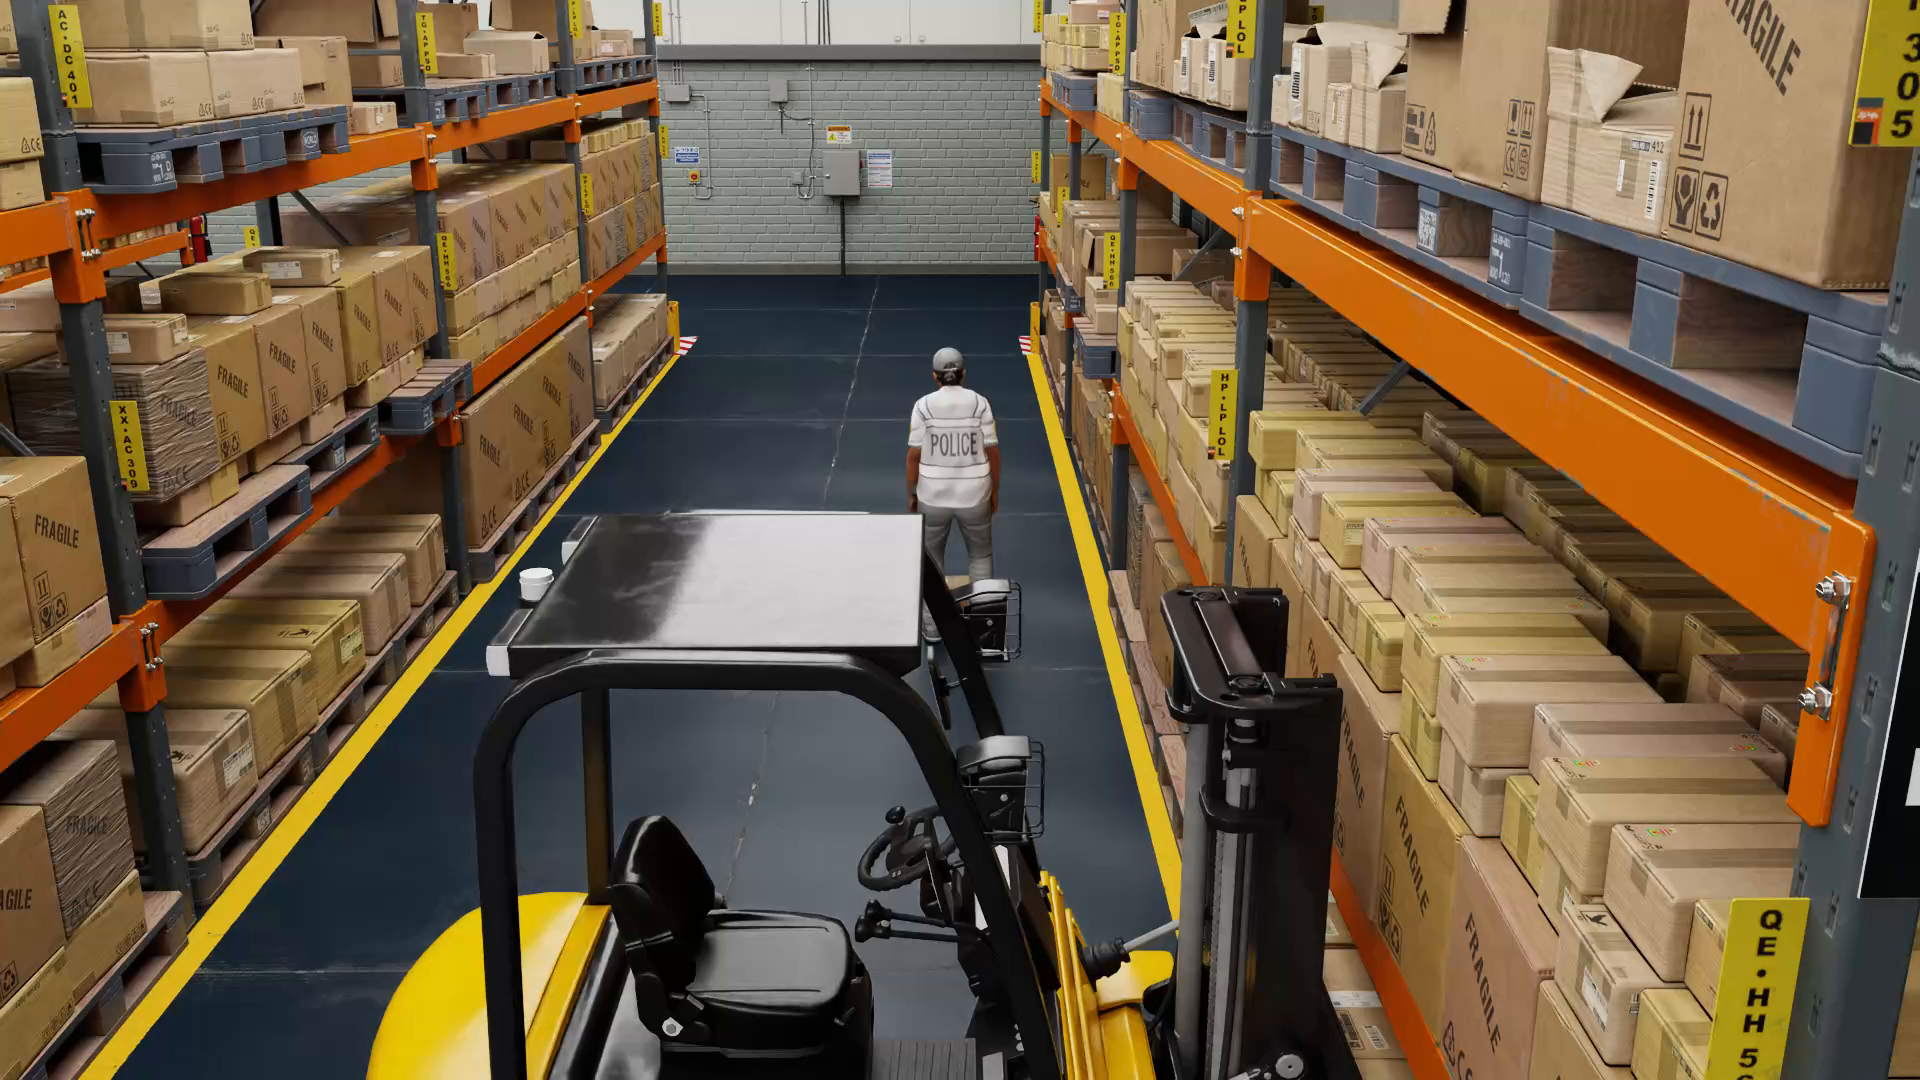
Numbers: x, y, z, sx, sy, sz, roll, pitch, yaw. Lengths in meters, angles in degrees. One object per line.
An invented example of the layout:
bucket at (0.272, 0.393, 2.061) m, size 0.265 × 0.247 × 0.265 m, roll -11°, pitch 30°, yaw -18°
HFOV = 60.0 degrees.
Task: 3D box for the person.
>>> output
person at (-0.028, -0.244, 9.323) m, size 0.546 × 1.665 × 0.469 m, roll -1°, pitch 17°, yaw -3°
